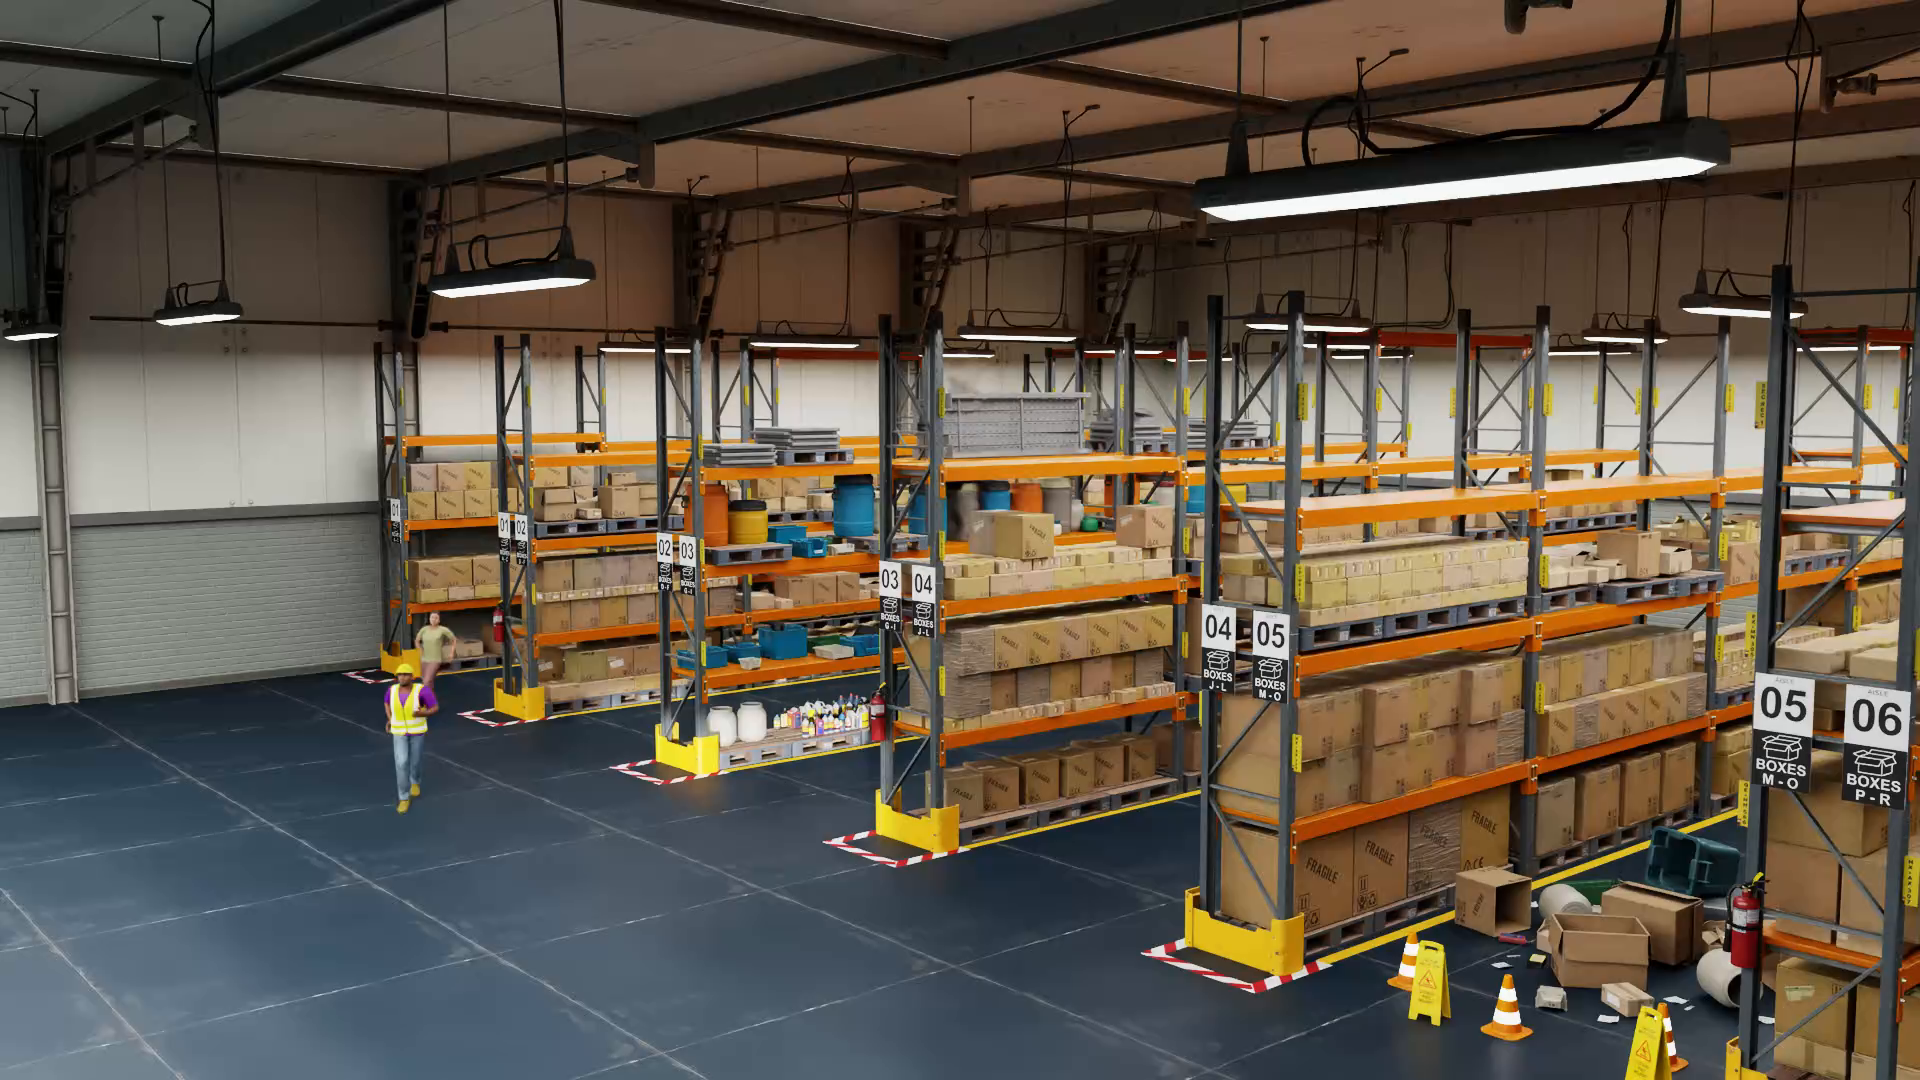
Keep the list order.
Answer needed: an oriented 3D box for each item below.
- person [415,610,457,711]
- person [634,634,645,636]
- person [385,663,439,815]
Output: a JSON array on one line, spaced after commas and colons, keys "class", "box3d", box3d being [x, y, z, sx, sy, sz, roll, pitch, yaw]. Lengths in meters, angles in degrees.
[{"class": "person", "box3d": [-8.316, 1.940, 26.266, 0.633, 1.693, 0.793, 1, 5, 10]}, {"class": "person", "box3d": [-5.687, 1.606, 29.553, 0.651, 1.743, 0.585, 5, 7, 42]}, {"class": "person", "box3d": [-6.796, 2.407, 20.591, 0.676, 1.794, 0.909, -1, 5, -10]}]
